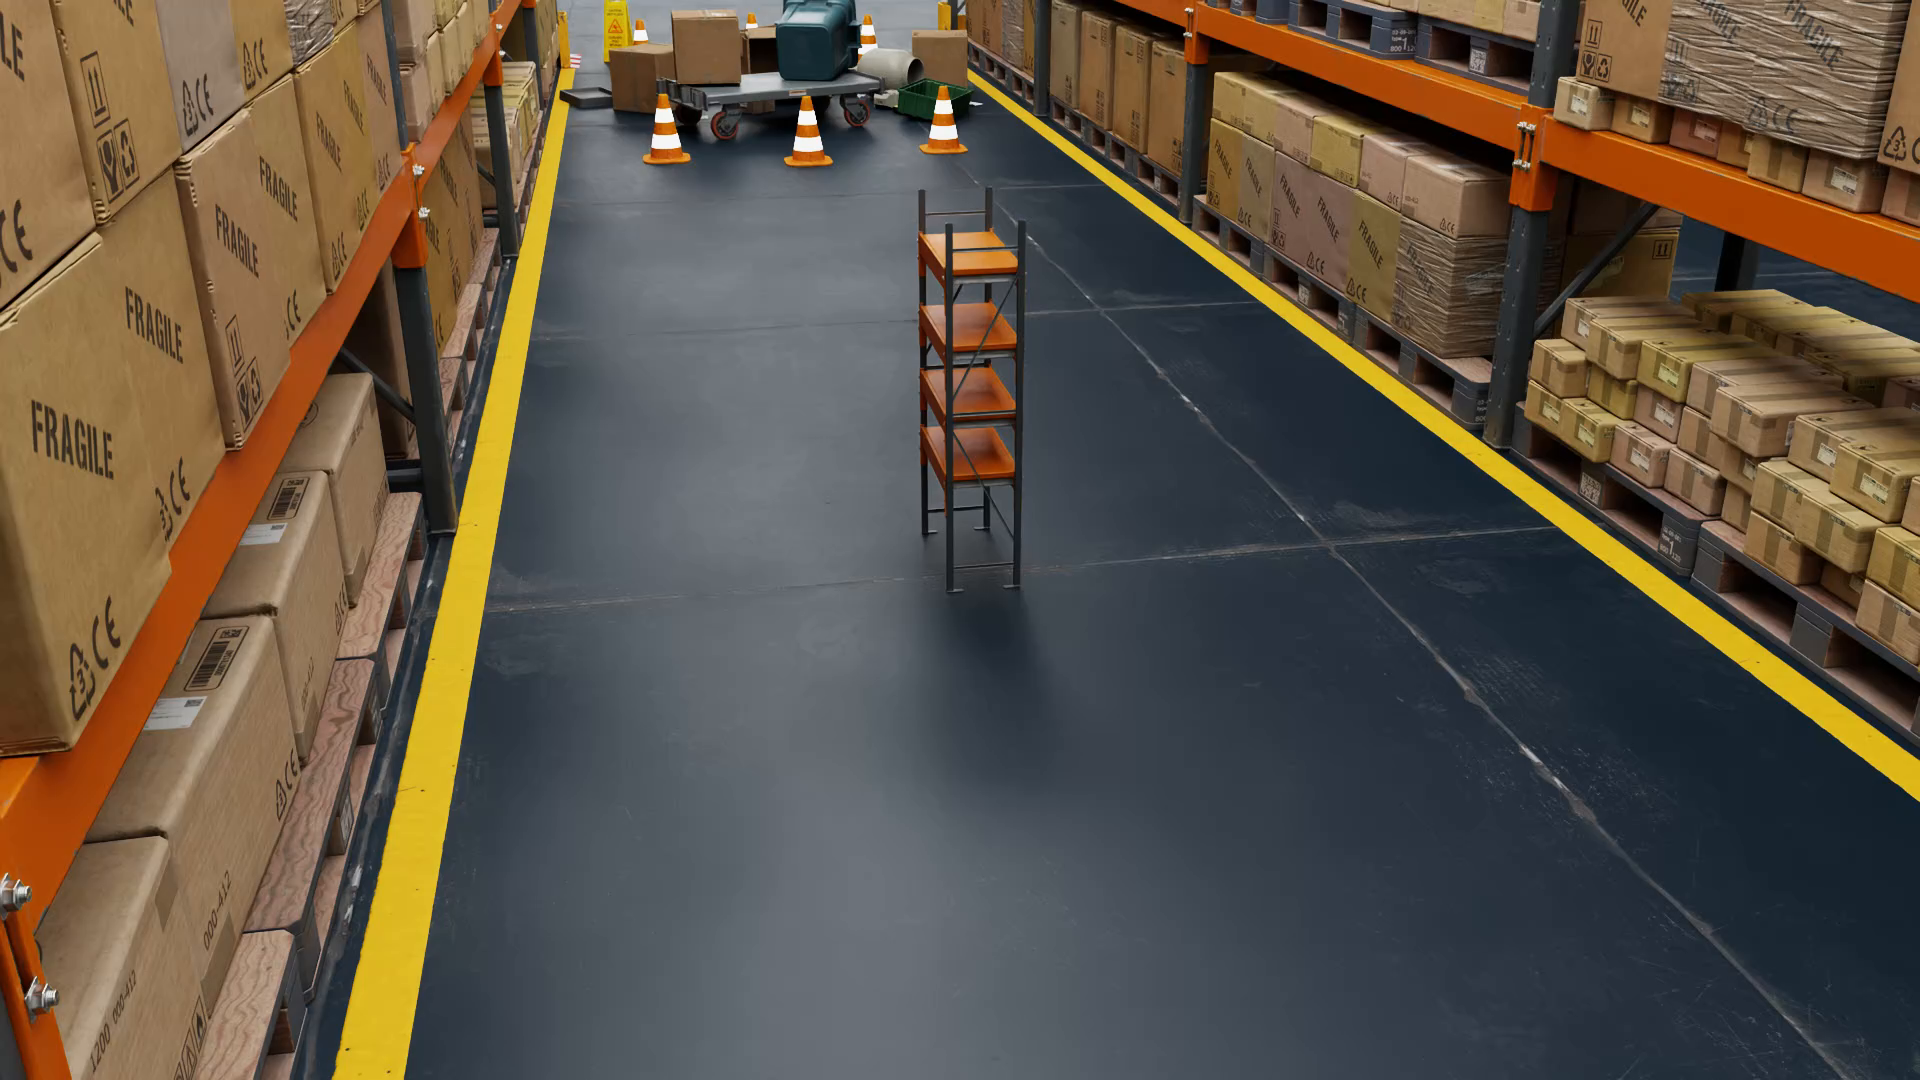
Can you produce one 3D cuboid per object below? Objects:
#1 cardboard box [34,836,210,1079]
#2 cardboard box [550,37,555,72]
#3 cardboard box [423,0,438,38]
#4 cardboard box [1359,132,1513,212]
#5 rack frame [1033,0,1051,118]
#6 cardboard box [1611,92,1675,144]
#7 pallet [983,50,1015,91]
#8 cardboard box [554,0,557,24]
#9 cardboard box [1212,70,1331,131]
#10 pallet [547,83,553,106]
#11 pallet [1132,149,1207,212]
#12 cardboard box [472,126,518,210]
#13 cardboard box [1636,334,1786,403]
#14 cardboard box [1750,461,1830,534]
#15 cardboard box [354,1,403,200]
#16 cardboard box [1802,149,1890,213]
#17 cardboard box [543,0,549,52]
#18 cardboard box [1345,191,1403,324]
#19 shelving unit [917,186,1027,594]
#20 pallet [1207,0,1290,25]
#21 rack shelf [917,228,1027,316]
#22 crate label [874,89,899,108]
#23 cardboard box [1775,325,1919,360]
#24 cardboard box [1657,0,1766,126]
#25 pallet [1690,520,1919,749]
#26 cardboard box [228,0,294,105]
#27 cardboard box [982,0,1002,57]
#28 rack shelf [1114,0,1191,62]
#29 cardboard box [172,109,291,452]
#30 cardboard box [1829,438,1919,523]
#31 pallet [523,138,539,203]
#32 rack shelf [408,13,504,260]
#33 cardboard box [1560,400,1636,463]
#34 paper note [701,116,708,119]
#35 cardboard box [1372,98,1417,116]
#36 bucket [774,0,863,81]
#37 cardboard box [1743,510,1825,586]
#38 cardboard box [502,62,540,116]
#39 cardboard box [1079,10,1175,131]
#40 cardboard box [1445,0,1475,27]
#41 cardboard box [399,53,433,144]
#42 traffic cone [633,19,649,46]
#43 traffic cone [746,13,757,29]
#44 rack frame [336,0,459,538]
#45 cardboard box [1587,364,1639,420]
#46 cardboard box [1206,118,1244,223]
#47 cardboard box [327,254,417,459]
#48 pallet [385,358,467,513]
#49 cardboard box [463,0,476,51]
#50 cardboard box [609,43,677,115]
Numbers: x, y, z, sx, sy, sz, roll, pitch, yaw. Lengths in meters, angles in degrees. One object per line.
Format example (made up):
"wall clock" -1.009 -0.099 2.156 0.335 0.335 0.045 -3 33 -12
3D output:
"cardboard box" -1.736 0.926 2.559 0.875 0.438 0.875 -5 24 -12
"cardboard box" -3.871 -4.322 14.808 0.500 0.250 0.500 -5 24 -12
"cardboard box" -2.184 -1.934 5.994 0.500 0.250 0.500 -4 24 -9
"cardboard box" 2.122 -1.651 7.444 0.500 0.250 0.500 -3 24 -7
"rack frame" 1.111 -4.930 13.290 1.000 3.000 0.127 -4 24 -10
"cardboard box" 2.442 -1.436 5.604 0.380 0.149 0.250 -4 24 -8
"pallet" 0.818 -4.438 15.647 1.003 0.211 1.213 -4 24 -10
"cardboard box" -4.070 -5.077 15.601 0.500 0.500 0.500 -4 24 -9
"cardboard box" 1.740 -2.458 9.291 0.500 0.250 0.500 -5 24 -12
"pallet" -4.123 -3.988 14.618 1.003 0.211 1.213 -4 24 -10
"pallet" 1.779 -2.394 10.968 1.003 0.211 1.213 -4 24 -10
"cardboard box" -3.090 -2.161 9.710 0.950 0.372 0.625 -6 24 -13
"cardboard box" 2.538 -0.582 5.629 0.380 0.149 0.250 -5 24 -10
"cardboard box" 2.618 -0.133 4.972 0.380 0.149 0.250 -4 24 -10
"cardboard box" -1.919 -1.259 4.760 0.500 0.500 0.500 -4 24 -9
"cardboard box" 2.612 -1.018 4.647 0.380 0.149 0.250 -3 24 -7
"cardboard box" -3.689 -4.261 13.733 0.500 0.500 0.500 -3 24 -8
"cardboard box" 2.111 -1.304 7.587 0.500 0.500 0.500 -5 24 -11
"shelving unit" 0.031 -0.485 5.361 0.258 1.200 0.503 -4 24 -10
"pallet" 2.087 -2.996 9.102 1.213 0.211 1.003 -4 24 -10
"rack shelf" 0.031 -0.845 5.204 0.258 0.148 0.480 -4 24 -10
"crate label" -0.587 -3.762 14.193 0.250 0.136 0.298 18 29 36
"cardboard box" 3.051 -0.626 5.729 0.380 0.149 0.250 -5 24 -10
"cardboard box" 2.533 -1.558 5.072 0.500 0.500 0.500 -4 24 -10
"pallet" 2.978 0.237 4.943 1.003 0.211 1.213 -4 24 -10
"cardboard box" -1.623 -1.118 3.188 0.500 0.500 0.500 -4 24 -10
"cardboard box" 0.726 -5.114 15.842 0.875 0.875 0.875 -5 24 -11
"rack shelf" 1.481 -3.813 11.632 1.077 0.370 4.000 -4 24 -10
"cardboard box" -1.520 -0.458 2.925 0.500 0.500 0.500 -4 24 -10
"cardboard box" 2.714 -0.174 4.695 0.380 0.149 0.250 -4 24 -9
"pallet" -3.361 -2.459 11.116 1.003 0.211 1.213 -4 24 -10
"rack shelf" -2.626 -1.834 7.100 1.077 0.370 4.000 -4 24 -10
"cardboard box" 2.391 -0.397 5.949 0.380 0.149 0.250 -4 24 -8
"paper note" -2.156 -3.498 13.720 0.148 0.019 0.142 -4 24 -10
"cardboard box" 2.417 -2.098 8.468 0.500 0.250 0.500 -4 24 -9
"bucket" -1.180 -4.009 13.372 0.726 0.611 0.620 4 34 9
"cardboard box" 2.622 0.005 5.027 0.380 0.149 0.250 -5 24 -11
"cardboard box" -3.636 -3.306 12.330 0.950 0.372 0.625 -4 24 -9
"cardboard box" 1.489 -3.474 12.242 1.050 0.750 0.750 -4 24 -10
"cardboard box" 2.229 -2.202 6.834 0.380 0.149 0.250 -4 24 -10
"cardboard box" -2.078 -1.501 5.626 0.500 0.250 0.500 -5 24 -11
"traffic cone" -3.127 -4.861 16.301 0.336 0.463 0.334 -4 24 -10
"traffic cone" -2.099 -5.077 16.795 0.336 0.463 0.334 -4 24 -10
"rack frame" -2.256 -1.377 5.155 1.000 3.000 0.127 -4 24 -10
"cardboard box" 2.478 -0.546 5.918 0.380 0.149 0.250 -4 24 -9
"cardboard box" 1.731 -2.106 9.423 0.500 0.500 0.500 -5 24 -12
"cardboard box" -2.449 -0.834 6.041 0.875 0.875 0.875 -4 24 -8
"pallet" -2.472 -0.397 6.395 1.003 0.211 1.213 -4 24 -10
"cardboard box" -2.459 -2.303 7.462 0.500 0.250 0.500 -5 24 -10
"cardboard box" -2.596 -3.901 14.055 0.500 0.500 0.500 13 27 27
